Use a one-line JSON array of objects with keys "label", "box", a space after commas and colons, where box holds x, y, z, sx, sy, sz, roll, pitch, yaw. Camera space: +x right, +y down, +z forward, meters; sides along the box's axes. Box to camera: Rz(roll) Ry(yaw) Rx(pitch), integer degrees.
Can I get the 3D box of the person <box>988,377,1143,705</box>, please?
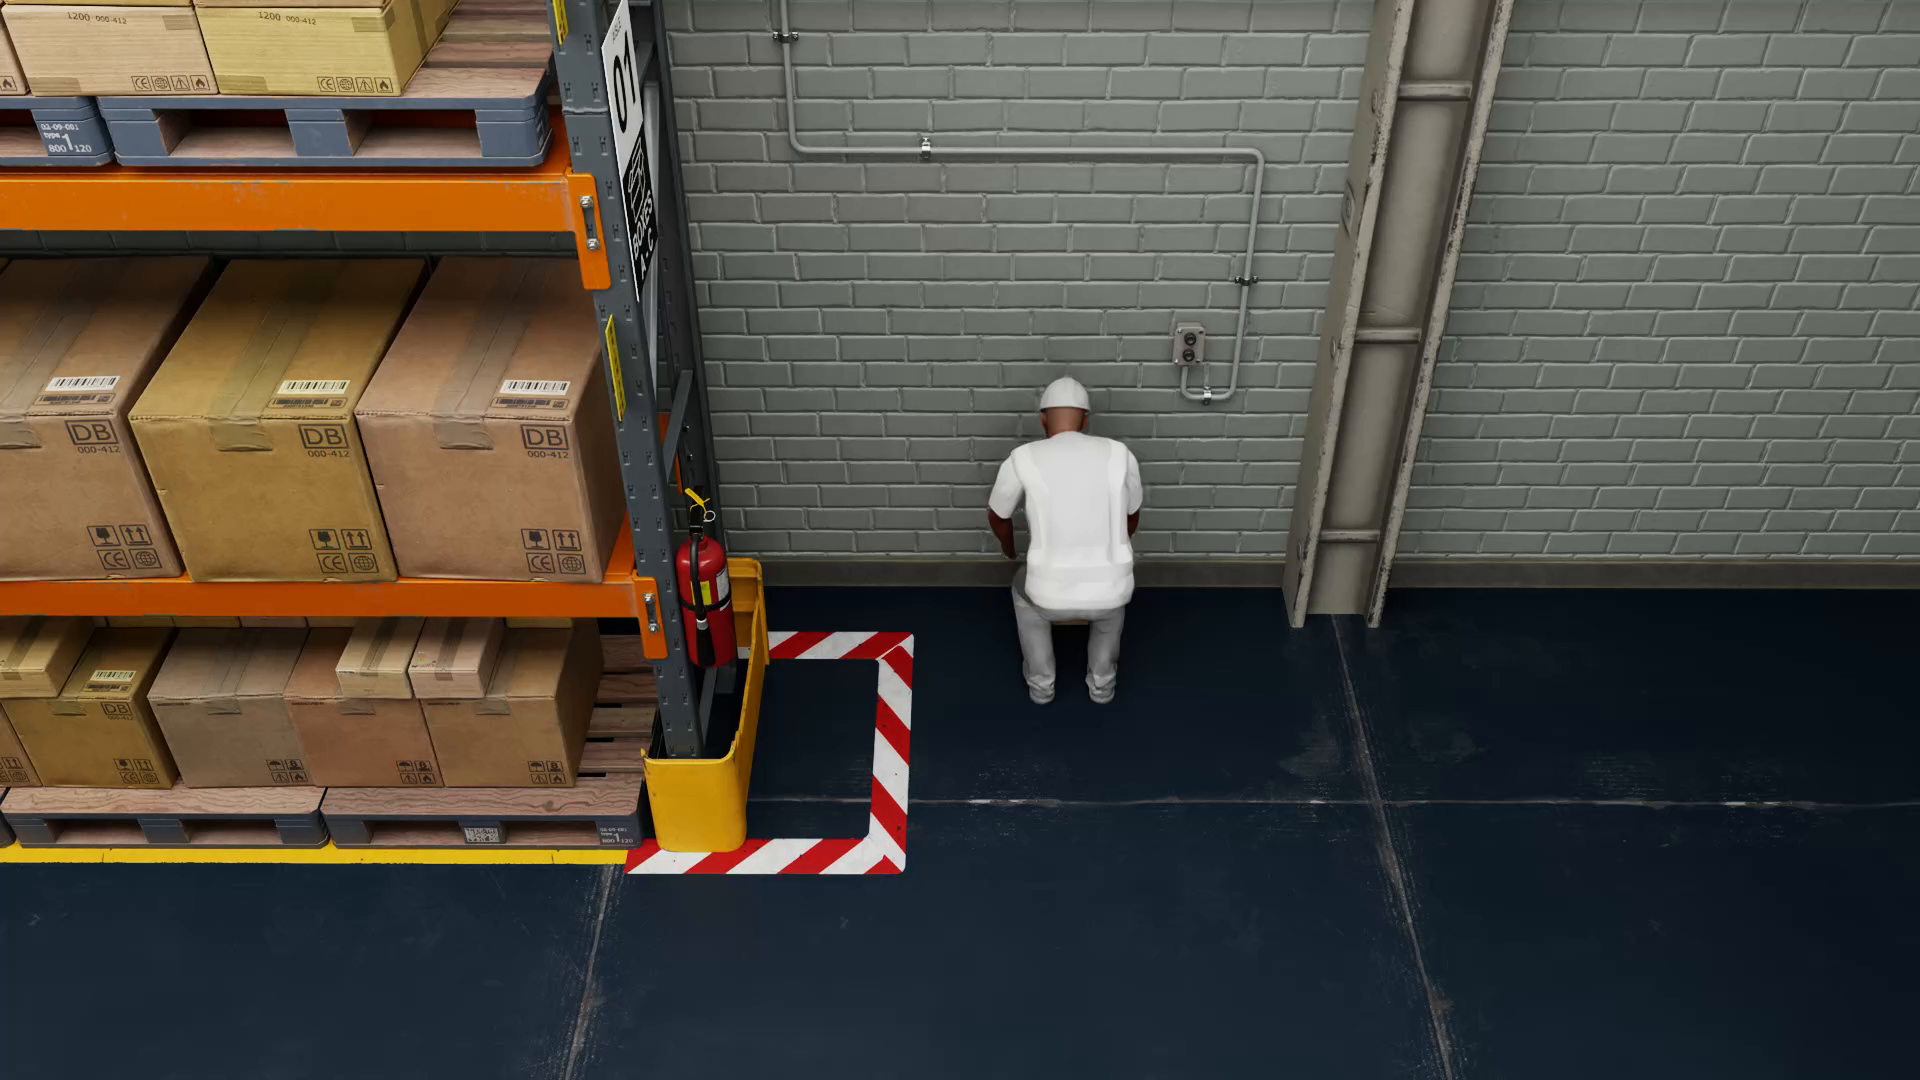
[{"label": "person", "box": [0.428, 0.055, 6.787, 0.629, 1.313, 0.805, 0, 39, 0]}]
